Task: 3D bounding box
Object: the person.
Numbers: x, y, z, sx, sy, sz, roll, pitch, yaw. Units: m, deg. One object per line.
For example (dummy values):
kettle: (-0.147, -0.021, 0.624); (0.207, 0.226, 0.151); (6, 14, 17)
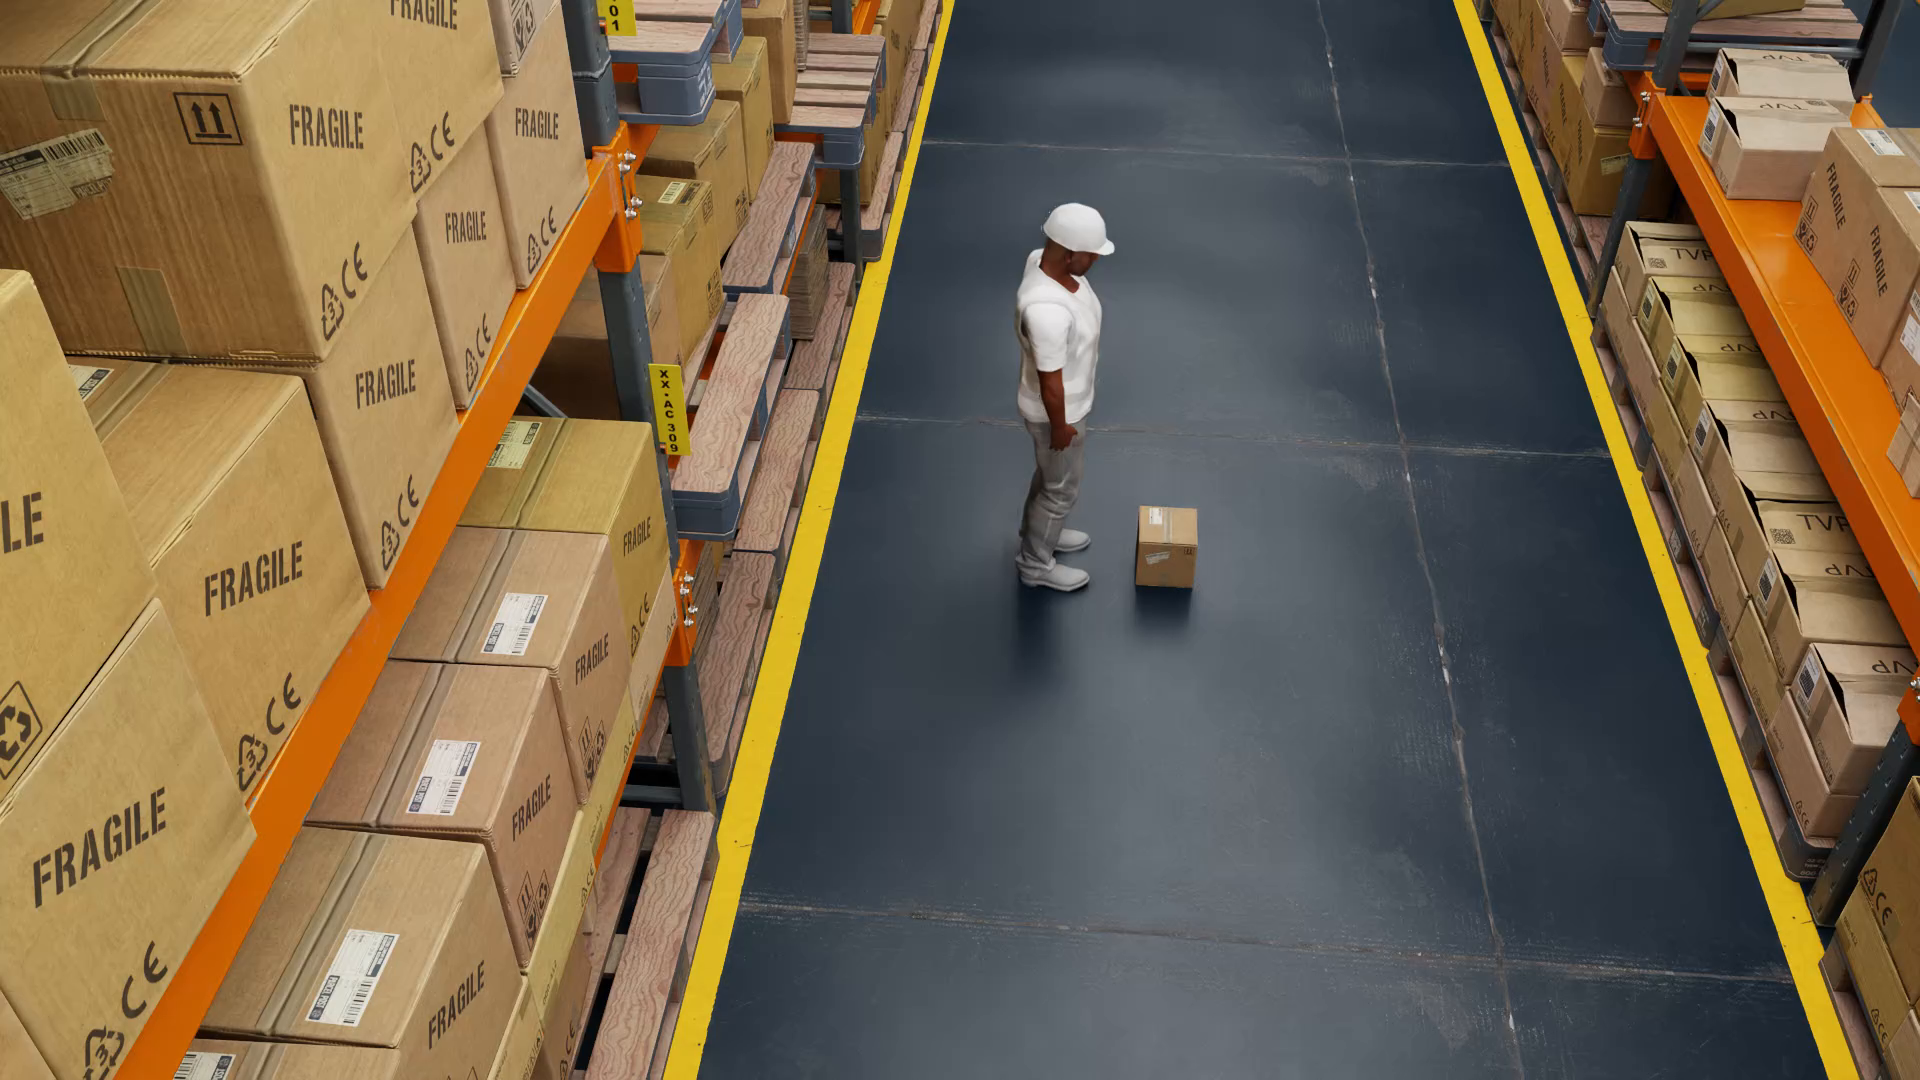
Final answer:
person: (0.409, -0.591, 6.853); (0.373, 1.757, 0.569); (4, 40, 5)
